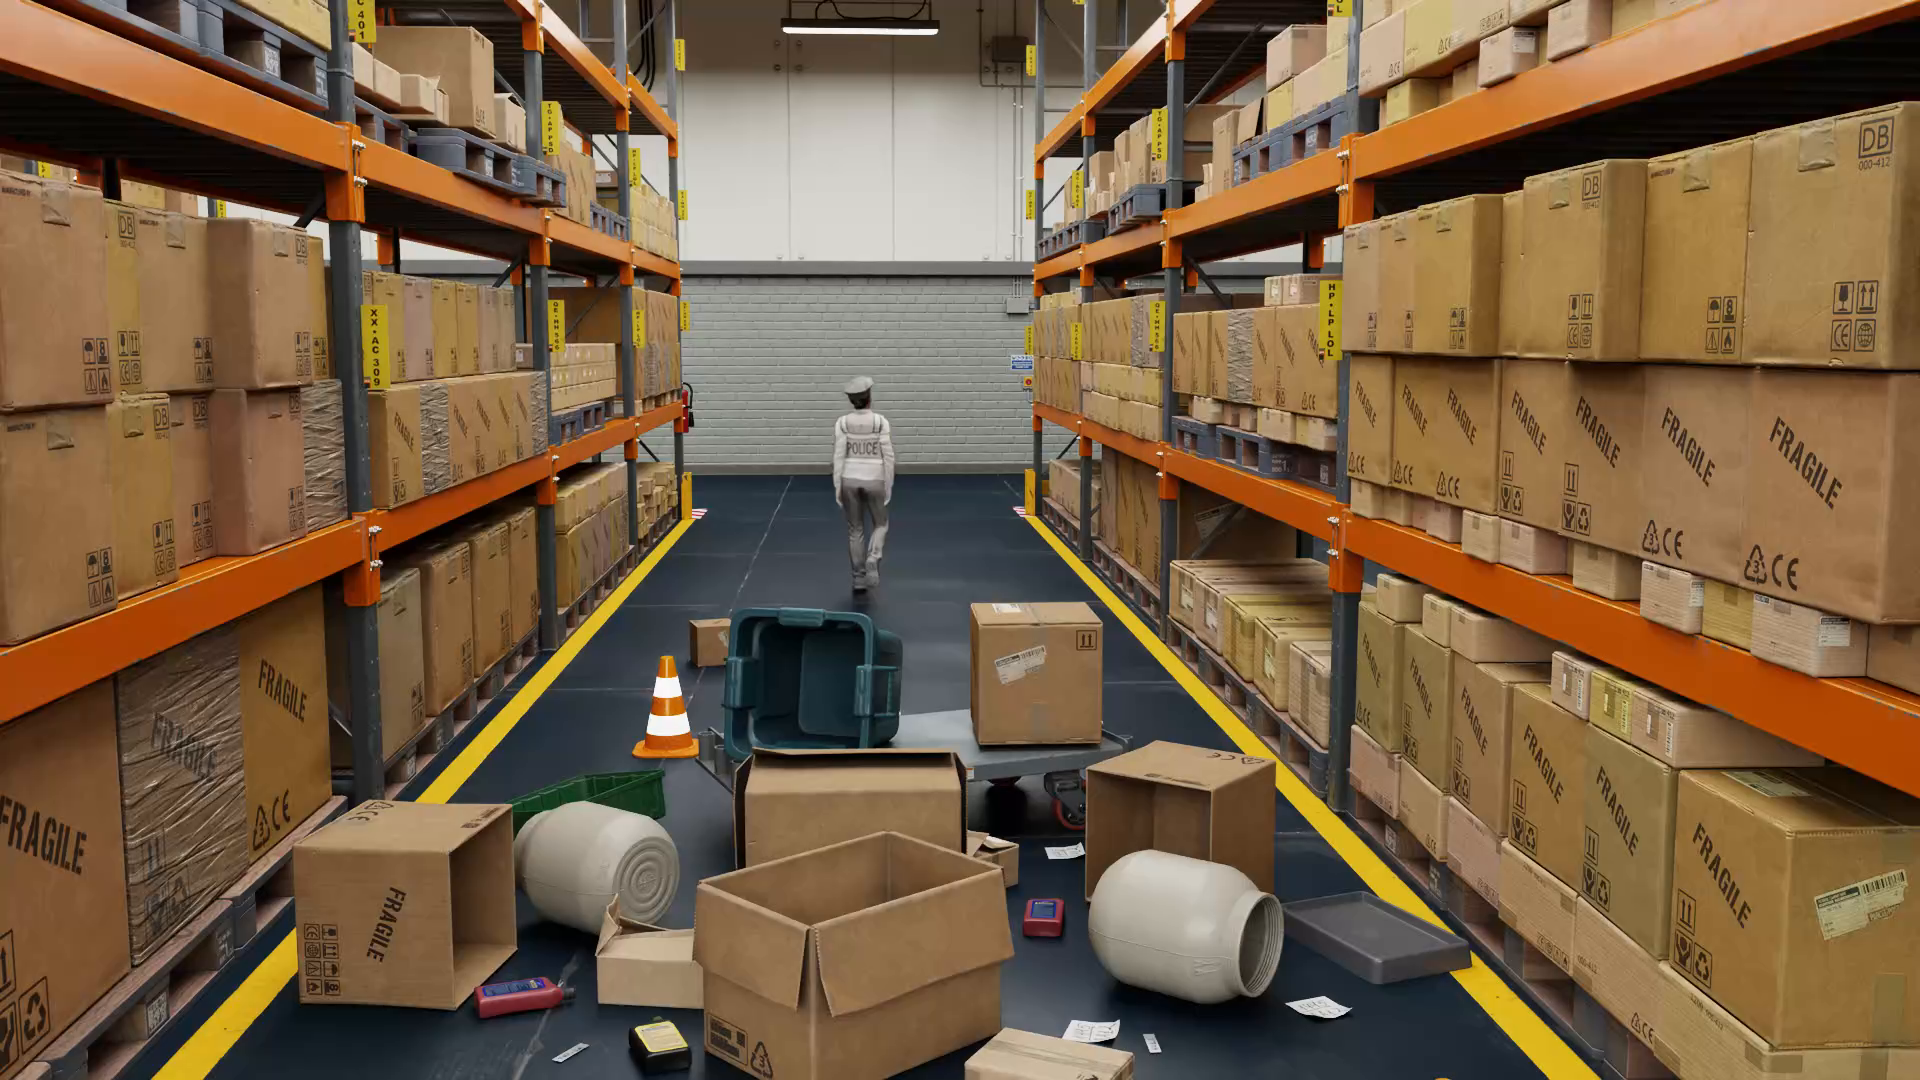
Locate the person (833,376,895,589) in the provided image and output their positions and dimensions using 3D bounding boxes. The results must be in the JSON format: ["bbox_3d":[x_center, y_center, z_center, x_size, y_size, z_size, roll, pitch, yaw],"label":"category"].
[{"bbox_3d":[-0.751,-0.436,13.020,0.488,1.679,0.553,0,7,2],"label":"person"}]
